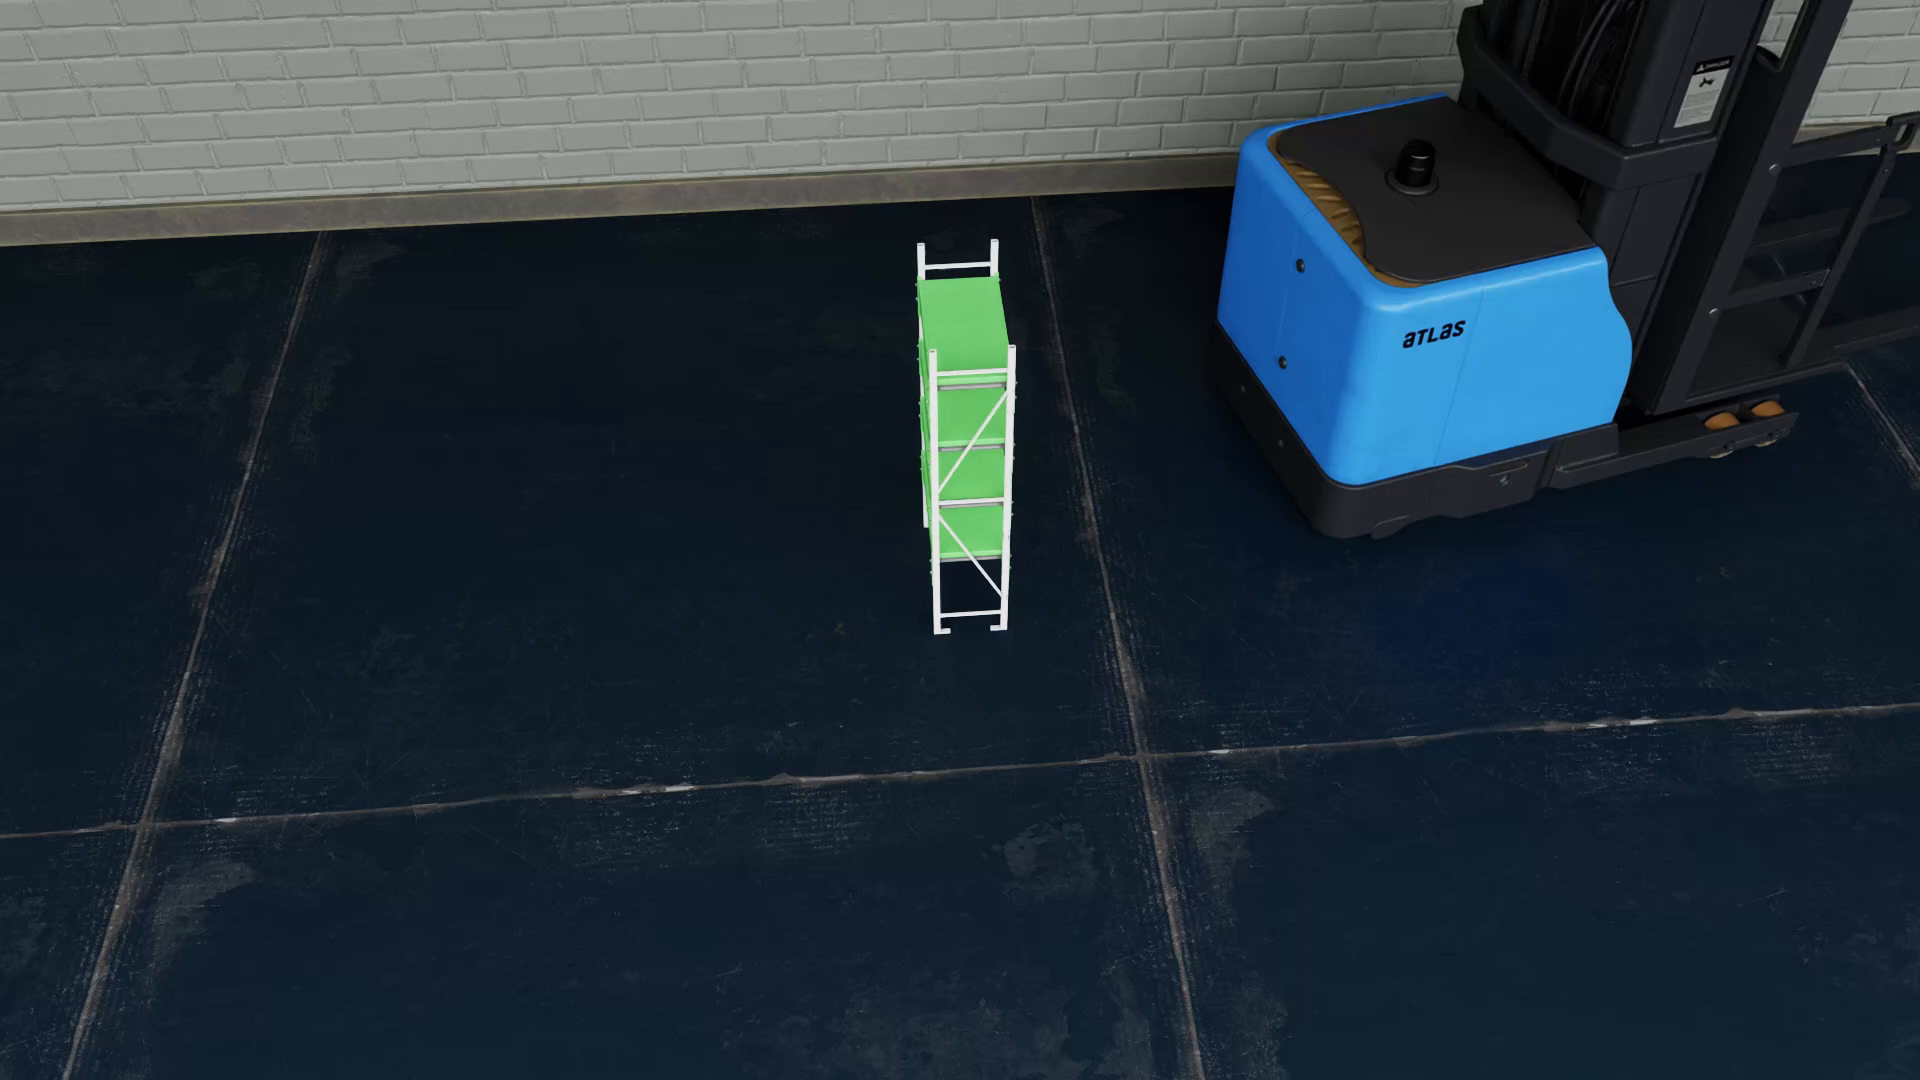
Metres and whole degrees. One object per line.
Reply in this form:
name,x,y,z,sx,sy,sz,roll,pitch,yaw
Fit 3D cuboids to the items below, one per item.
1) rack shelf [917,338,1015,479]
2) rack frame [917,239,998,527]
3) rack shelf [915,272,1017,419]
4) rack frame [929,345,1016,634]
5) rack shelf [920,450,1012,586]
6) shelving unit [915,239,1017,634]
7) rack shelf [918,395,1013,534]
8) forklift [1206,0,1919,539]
rack shelf,0.014,-0.414,5.073,0.258,0.148,0.480,-3,47,-3
rack frame,-0.007,-0.469,5.368,0.240,1.200,0.015,-3,47,-3
rack shelf,0.014,-0.579,4.899,0.258,0.148,0.480,-3,47,-3
rack frame,0.034,-0.116,5.034,0.240,1.200,0.015,-3,47,-3
rack shelf,0.014,-0.084,5.422,0.258,0.148,0.480,-3,47,-3
shelving unit,0.014,-0.293,5.201,0.258,1.200,0.503,-3,47,-3
rack shelf,0.014,-0.249,5.247,0.258,0.148,0.480,-3,47,-3
forklift,2.501,-1.655,5.299,3.031,2.935,1.130,-14,48,-13
